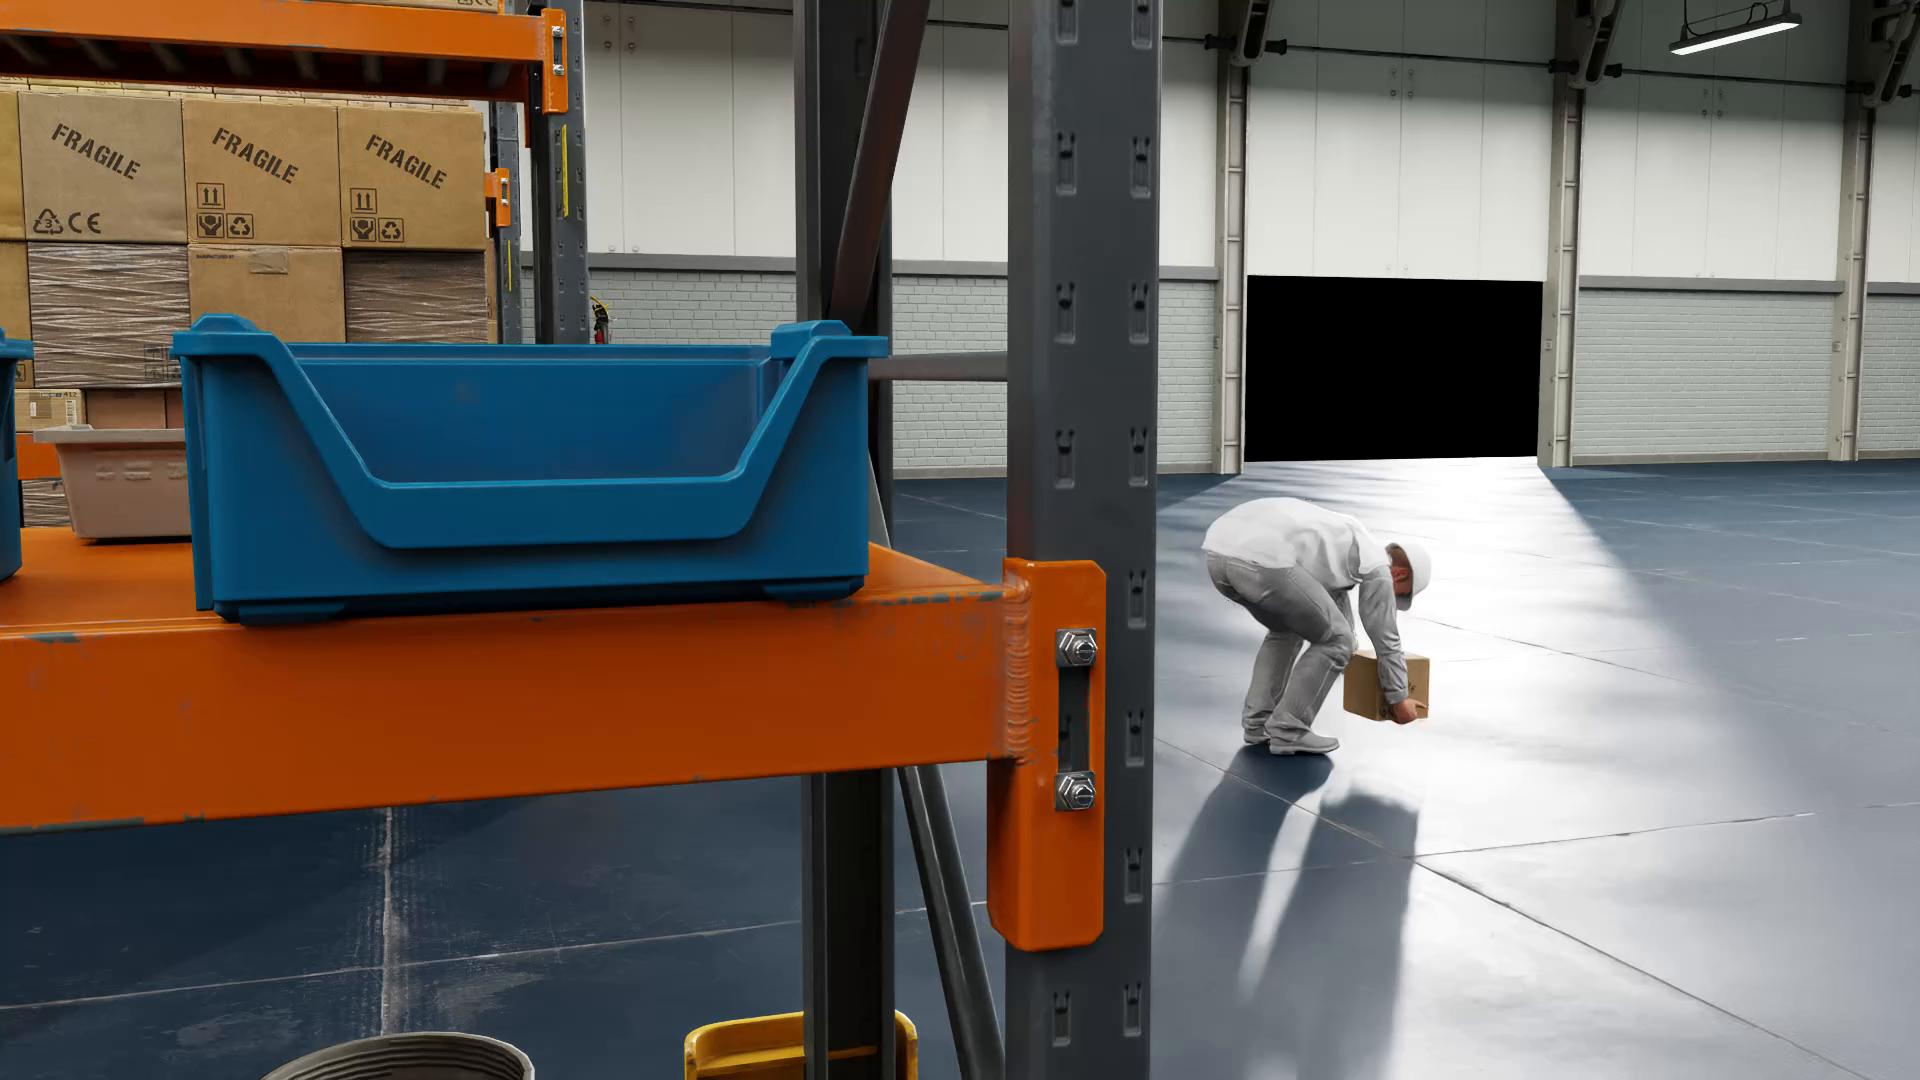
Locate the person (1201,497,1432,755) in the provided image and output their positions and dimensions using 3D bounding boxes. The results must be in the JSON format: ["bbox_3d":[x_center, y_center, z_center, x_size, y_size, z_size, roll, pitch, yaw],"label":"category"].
[{"bbox_3d":[1.466,0.326,6.735,0.999,1.013,0.482,-2,6,-22],"label":"person"}]
